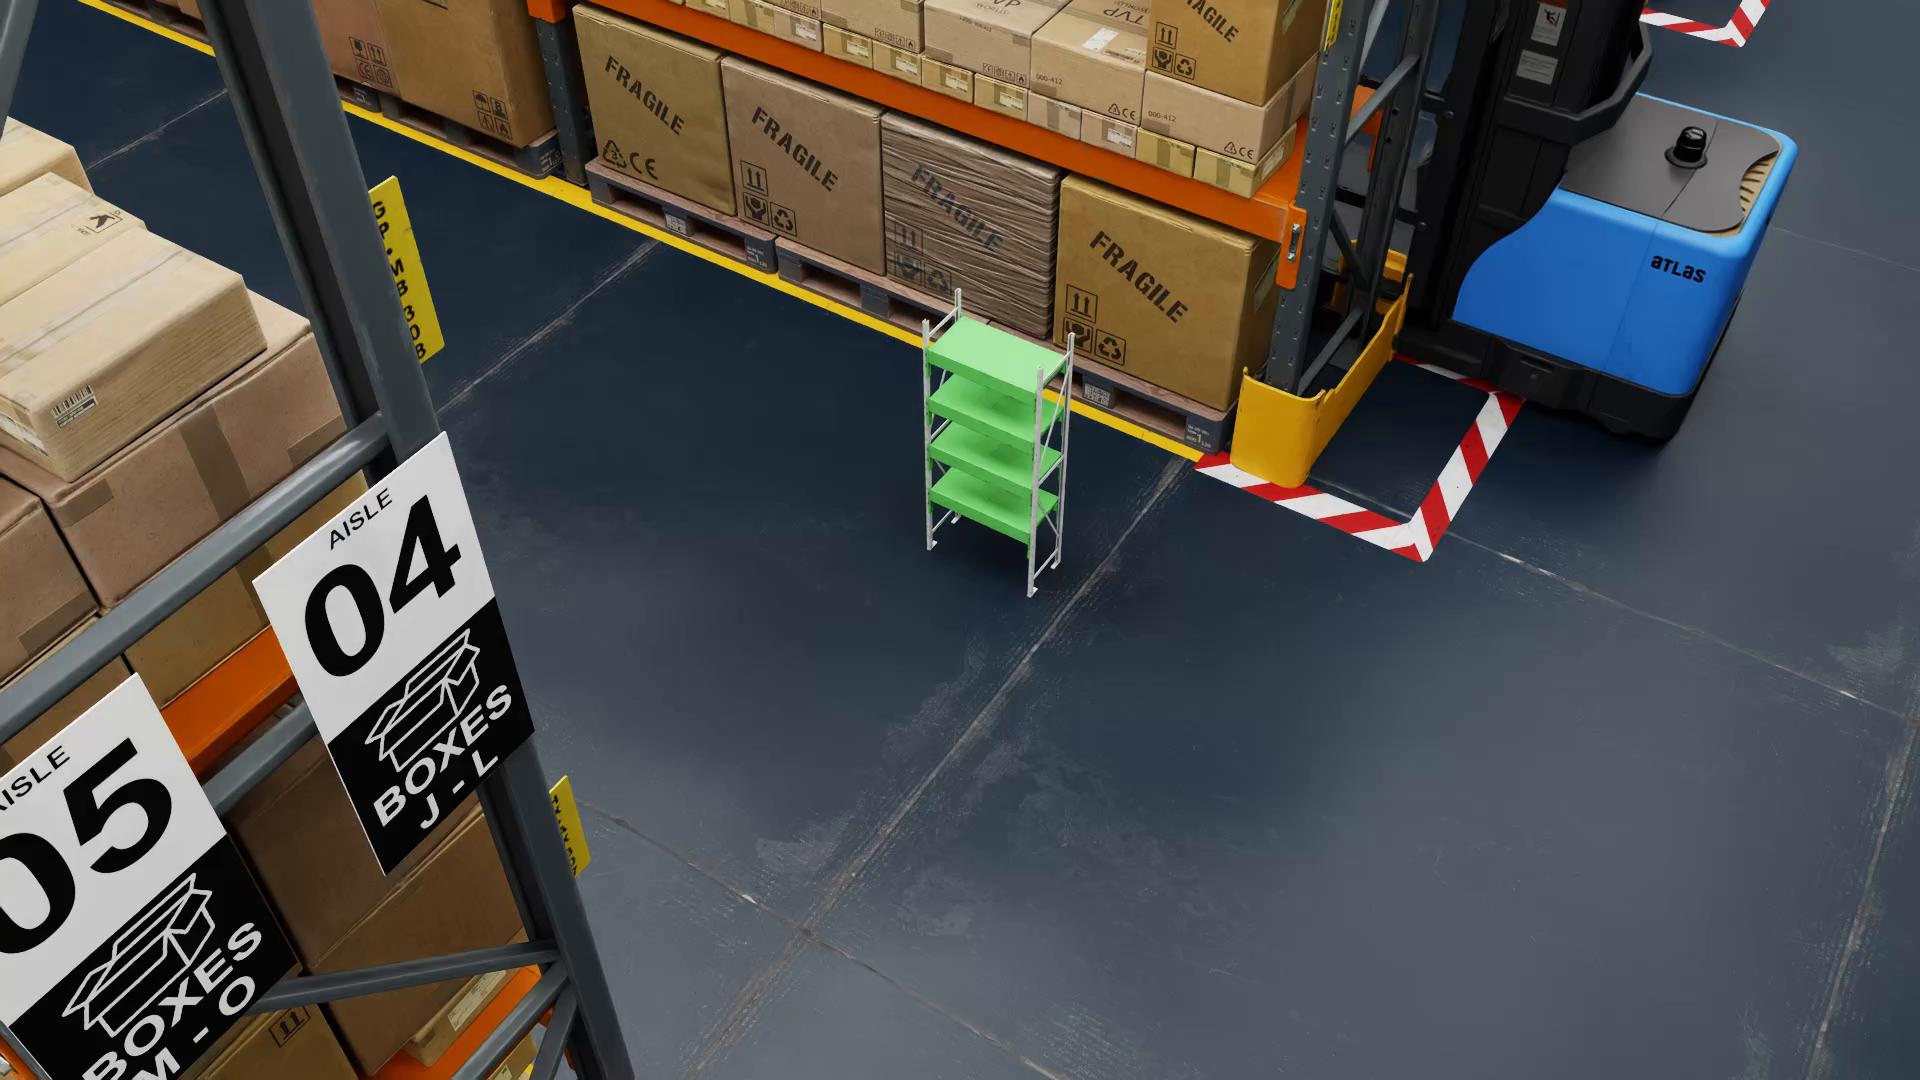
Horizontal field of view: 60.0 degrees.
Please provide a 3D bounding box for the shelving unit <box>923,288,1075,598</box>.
[{"bbox_3d":[0.139,-0.354,6.479,0.503,1.200,0.258,25,51,22],"label":"shelving unit"}]

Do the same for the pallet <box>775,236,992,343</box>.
[{"bbox_3d":[-0.138,-1.442,8.226,1.213,0.211,1.003,25,51,22],"label":"pallet"}]

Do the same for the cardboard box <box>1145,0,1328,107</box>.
[{"bbox_3d":[1.048,-2.021,6.219,0.500,0.500,0.500,25,51,23],"label":"cardboard box"}]

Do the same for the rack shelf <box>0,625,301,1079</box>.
[{"bbox_3d":[-2.846,-0.292,3.574,4.000,0.370,1.077,25,51,22],"label":"rack shelf"}]

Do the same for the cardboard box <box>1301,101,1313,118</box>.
[{"bbox_3d":[1.480,-1.928,6.929,0.250,0.149,0.380,25,51,23],"label":"cardboard box"}]

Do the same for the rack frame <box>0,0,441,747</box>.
[{"bbox_3d":[-1.162,-0.814,1.488,0.127,3.000,1.000,25,51,22],"label":"rack frame"}]

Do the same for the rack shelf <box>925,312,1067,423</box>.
[{"bbox_3d":[0.139,-0.644,6.181,0.480,0.148,0.258,25,51,22],"label":"rack shelf"}]

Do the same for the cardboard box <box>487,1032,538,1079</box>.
[{"bbox_3d":[-1.420,1.508,4.695,0.250,0.149,0.380,23,50,20],"label":"cardboard box"}]

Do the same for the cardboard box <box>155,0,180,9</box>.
[{"bbox_3d":[-4.564,-3.902,9.861,0.875,0.875,1.225,22,50,20],"label":"cardboard box"}]

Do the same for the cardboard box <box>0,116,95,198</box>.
[{"bbox_3d":[-1.706,-0.551,2.802,0.250,0.149,0.380,25,51,22],"label":"cardboard box"}]

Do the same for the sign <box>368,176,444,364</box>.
[{"bbox_3d":[-0.870,-0.401,2.569,0.005,0.325,0.100,25,51,22],"label":"sign"}]

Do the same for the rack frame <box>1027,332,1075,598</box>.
[{"bbox_3d":[0.345,-0.260,6.387,0.015,1.200,0.240,25,51,22],"label":"rack frame"}]

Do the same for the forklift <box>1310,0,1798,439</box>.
[{"bbox_3d":[2.107,-2.284,7.147,3.031,2.935,1.130,24,51,22],"label":"forklift"}]

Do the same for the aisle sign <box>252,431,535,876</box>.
[{"bbox_3d":[-0.939,0.218,2.856,0.004,0.787,0.394,25,51,22],"label":"aisle sign"}]

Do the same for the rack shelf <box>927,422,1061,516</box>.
[{"bbox_3d":[0.139,-0.310,6.525,0.480,0.148,0.258,25,51,22],"label":"rack shelf"}]

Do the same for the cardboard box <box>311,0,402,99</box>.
[{"bbox_3d":[-3.069,-3.214,9.192,0.875,0.875,1.225,23,50,21],"label":"cardboard box"}]

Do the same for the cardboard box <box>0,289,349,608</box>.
[{"bbox_3d":[-1.400,-0.221,2.760,0.500,0.250,0.500,25,51,23],"label":"cardboard box"}]

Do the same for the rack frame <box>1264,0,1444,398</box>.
[{"bbox_3d":[1.600,-1.678,6.511,0.127,3.000,1.000,25,51,22],"label":"rack frame"}]

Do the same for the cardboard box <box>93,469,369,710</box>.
[{"bbox_3d":[-1.402,-0.045,2.937,0.500,0.250,0.500,26,51,23],"label":"cardboard box"}]

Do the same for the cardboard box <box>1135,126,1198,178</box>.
[{"bbox_3d":[0.903,-1.630,6.639,0.250,0.149,0.380,25,51,22],"label":"cardboard box"}]

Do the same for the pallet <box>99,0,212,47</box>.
[{"bbox_3d":[-4.511,-3.453,10.180,1.213,0.211,1.003,25,51,22],"label":"pallet"}]

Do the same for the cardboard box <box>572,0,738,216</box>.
[{"bbox_3d":[-1.254,-2.329,8.332,0.875,0.875,0.875,25,51,22],"label":"cardboard box"}]

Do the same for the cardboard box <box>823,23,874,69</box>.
[{"bbox_3d":[-0.384,-2.222,7.214,0.250,0.149,0.380,23,50,21],"label":"cardboard box"}]

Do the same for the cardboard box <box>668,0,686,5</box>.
[{"bbox_3d":[-1.254,-2.621,7.602,0.250,0.149,0.380,26,51,23],"label":"cardboard box"}]

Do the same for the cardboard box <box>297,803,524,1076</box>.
[{"bbox_3d":[-1.391,0.798,3.828,0.500,0.500,0.500,27,52,24],"label":"cardboard box"}]

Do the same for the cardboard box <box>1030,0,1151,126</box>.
[{"bbox_3d":[0.623,-1.954,6.676,0.500,0.250,0.500,24,50,21],"label":"cardboard box"}]

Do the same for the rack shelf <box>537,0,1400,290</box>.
[{"bbox_3d":[-0.083,-2.202,7.522,4.000,0.370,1.077,25,51,22],"label":"rack shelf"}]

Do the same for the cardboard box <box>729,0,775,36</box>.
[{"bbox_3d":[-0.816,-2.421,7.408,0.250,0.149,0.380,24,50,22],"label":"cardboard box"}]

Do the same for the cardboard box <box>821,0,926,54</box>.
[{"bbox_3d":[-0.247,-2.350,7.061,0.500,0.250,0.500,25,51,22],"label":"cardboard box"}]

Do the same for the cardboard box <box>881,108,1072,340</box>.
[{"bbox_3d":[0.253,-1.636,7.659,0.875,0.875,0.875,25,51,22],"label":"cardboard box"}]

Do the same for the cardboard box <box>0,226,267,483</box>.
[{"bbox_3d":[-1.312,-0.293,2.551,0.250,0.149,0.380,24,51,22],"label":"cardboard box"}]

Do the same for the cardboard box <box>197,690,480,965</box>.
[{"bbox_3d":[-1.397,0.456,3.463,0.500,0.500,0.500,24,51,22],"label":"cardboard box"}]

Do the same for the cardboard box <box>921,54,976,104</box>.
[{"bbox_3d":[0.044,-2.025,7.023,0.250,0.149,0.380,25,51,22],"label":"cardboard box"}]

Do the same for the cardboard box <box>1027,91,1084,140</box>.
[{"bbox_3d":[0.482,-1.825,6.829,0.250,0.149,0.380,26,51,23],"label":"cardboard box"}]

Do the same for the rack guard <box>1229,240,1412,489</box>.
[{"bbox_3d":[1.621,-0.798,7.399,0.348,0.500,1.175,25,51,22],"label":"rack guard"}]

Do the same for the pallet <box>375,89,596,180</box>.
[{"bbox_3d":[-2.457,-2.509,9.262,1.213,0.211,1.003,25,51,22],"label":"pallet"}]
